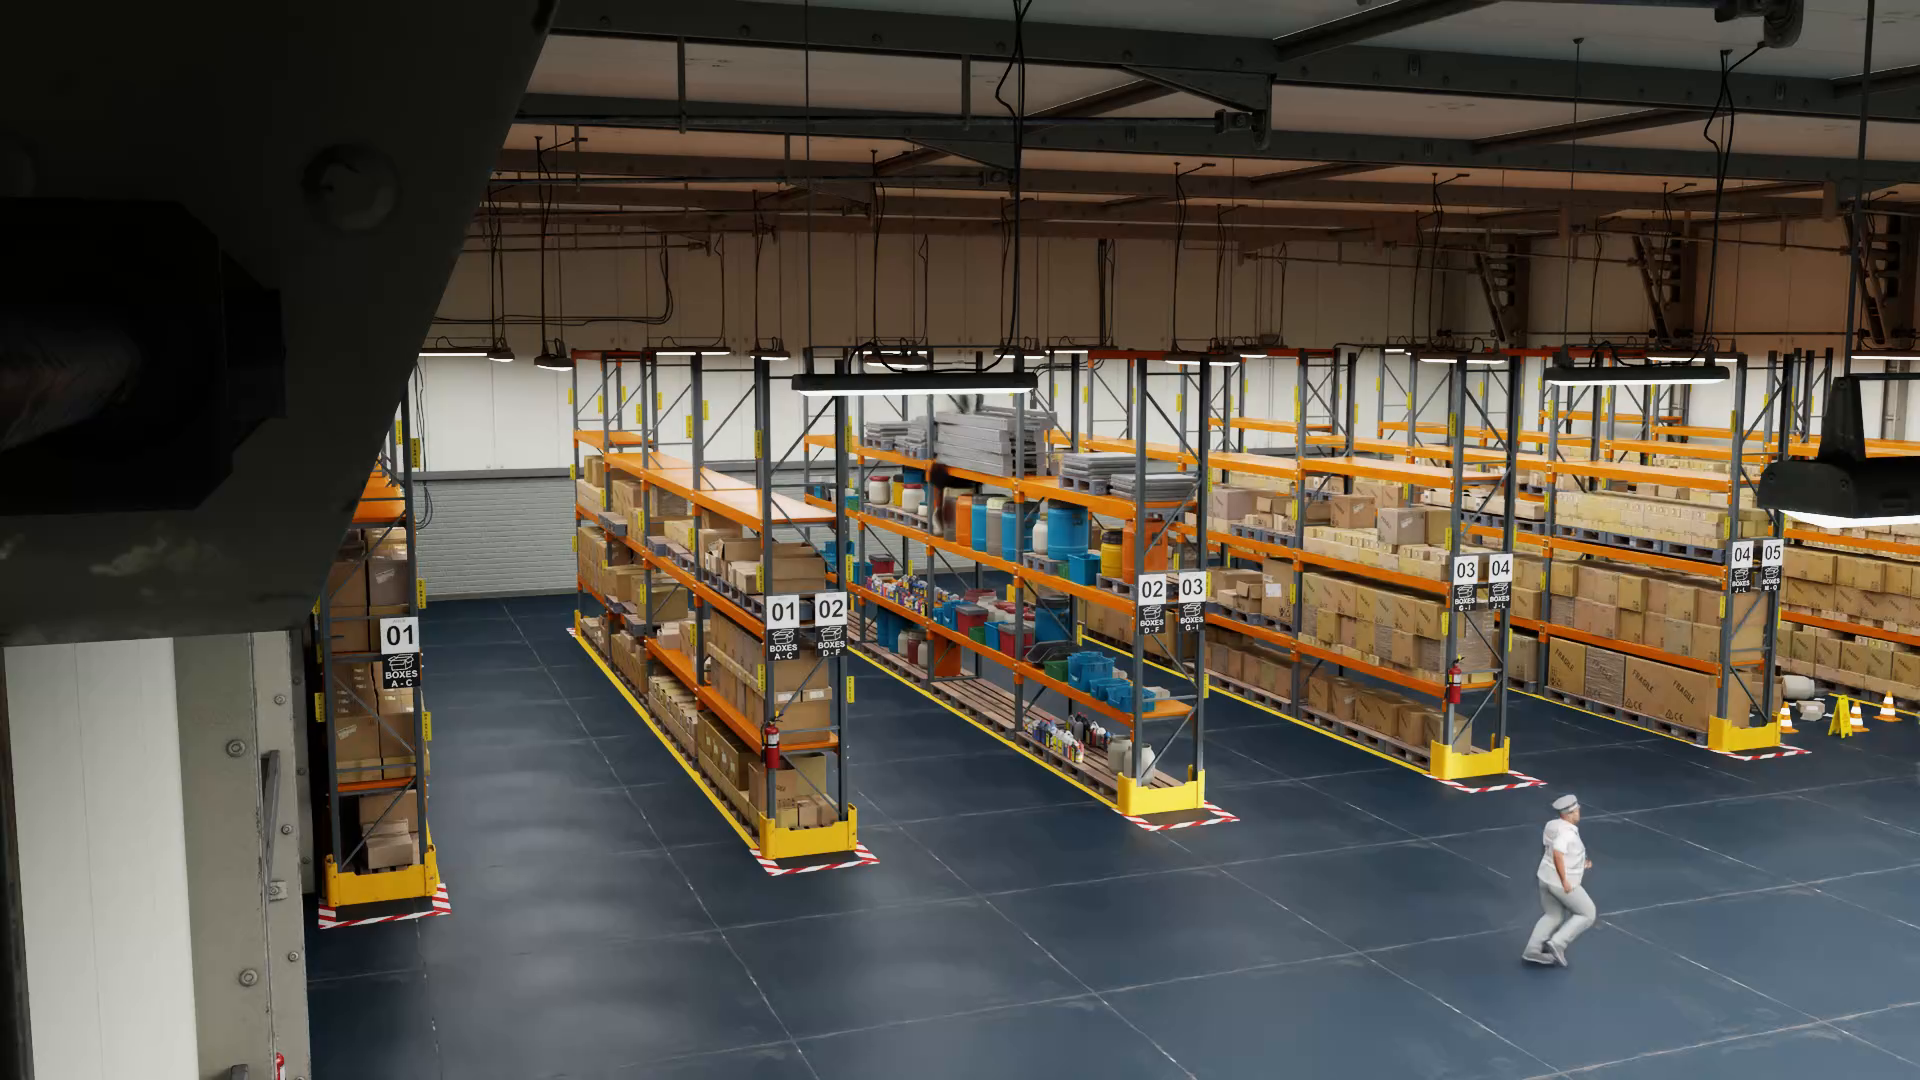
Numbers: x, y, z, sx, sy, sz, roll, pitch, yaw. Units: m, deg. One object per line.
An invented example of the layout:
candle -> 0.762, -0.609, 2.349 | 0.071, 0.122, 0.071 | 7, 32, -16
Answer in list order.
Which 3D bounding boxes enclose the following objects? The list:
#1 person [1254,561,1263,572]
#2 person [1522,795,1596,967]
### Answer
person -> 7.740, 0.225, 42.338 | 0.618, 1.683, 0.662 | -2, 7, -13
person -> 6.050, 3.408, 16.663 | 0.732, 1.745, 0.591 | -1, 7, -9
